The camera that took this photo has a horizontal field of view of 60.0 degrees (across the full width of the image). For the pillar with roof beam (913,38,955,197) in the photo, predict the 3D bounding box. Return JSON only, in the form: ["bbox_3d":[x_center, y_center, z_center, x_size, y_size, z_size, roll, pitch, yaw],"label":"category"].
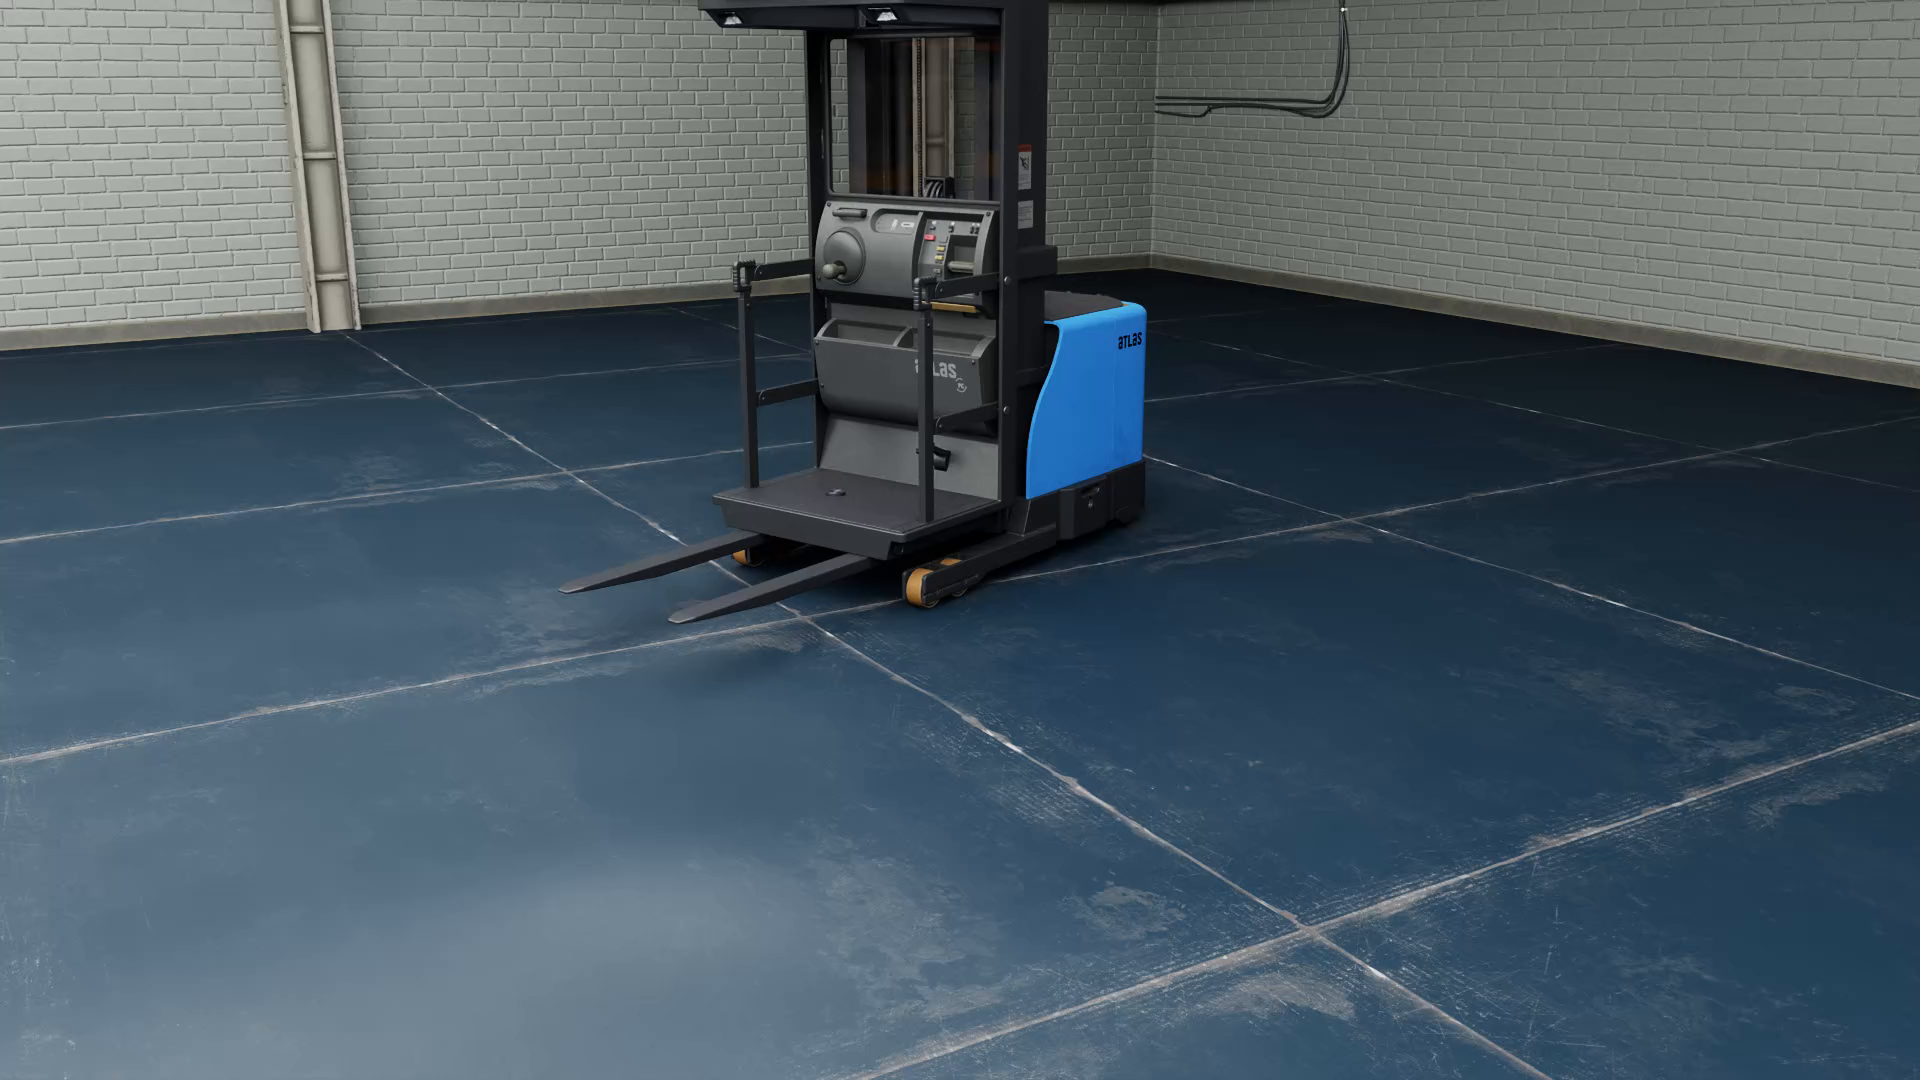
[{"bbox_3d":[1.917,-6.011,12.681,0.400,9.000,9.100,-9,18,-30],"label":"pillar with roof beam"}]

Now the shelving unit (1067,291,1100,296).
[{"bbox_3d":[0.562,-0.738,8.599,0.215,1.050,0.252,11,19,35],"label":"shelving unit"}]

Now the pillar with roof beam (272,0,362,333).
[{"bbox_3d":[-3.226,-5.177,9.706,0.400,9.000,9.100,-9,18,-30],"label":"pillar with roof beam"}]

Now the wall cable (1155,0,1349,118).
[{"bbox_3d":[2.906,-5.615,17.023,0.112,2.526,3.097,-9,18,-30],"label":"wall cable"}]

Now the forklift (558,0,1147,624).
[{"bbox_3d":[-0.374,-1.277,7.036,1.130,2.935,3.031,11,19,35],"label":"forklift"}]

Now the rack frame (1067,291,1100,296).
[{"bbox_3d":[0.635,-0.765,8.693,0.200,1.050,0.008,11,19,35],"label":"rack frame"}]
